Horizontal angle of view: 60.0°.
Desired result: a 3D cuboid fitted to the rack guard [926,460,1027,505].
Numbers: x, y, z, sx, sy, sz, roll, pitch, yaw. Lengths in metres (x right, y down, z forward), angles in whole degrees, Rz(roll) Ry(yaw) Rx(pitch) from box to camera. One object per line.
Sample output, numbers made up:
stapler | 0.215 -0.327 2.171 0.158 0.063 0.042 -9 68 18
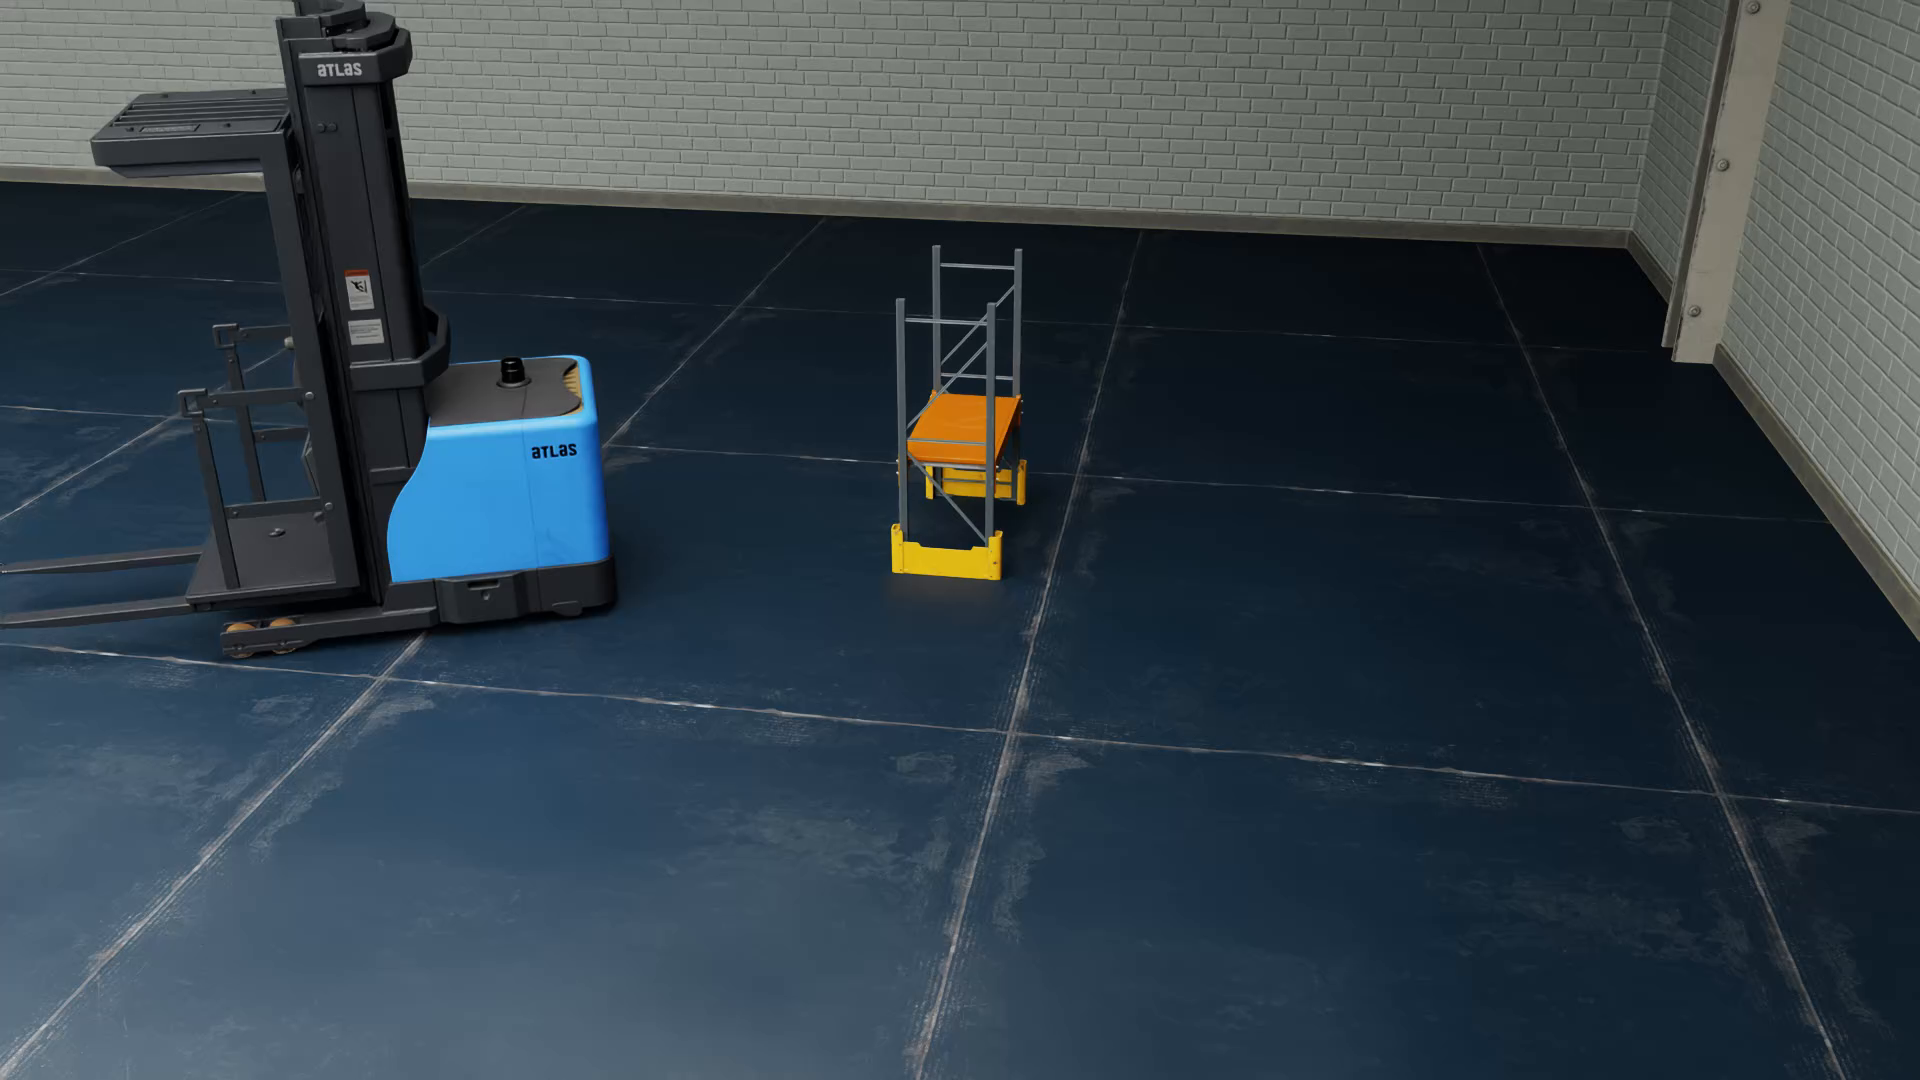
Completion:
rack guard | 0.094 -0.353 9.710 0.587 0.250 0.087 4 25 9

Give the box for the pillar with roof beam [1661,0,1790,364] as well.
pillar with roof beam | 1.081 -5.733 10.883 9.100 9.000 0.400 4 25 9

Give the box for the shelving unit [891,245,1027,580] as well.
shelving unit | 0.012 -0.711 9.000 0.587 1.500 1.083 4 25 9

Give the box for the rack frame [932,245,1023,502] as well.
rack frame | 0.097 -0.928 9.462 0.500 1.500 0.032 4 25 9

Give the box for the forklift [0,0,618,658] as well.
forklift | -3.319 -1.004 7.937 3.031 2.935 1.130 -6 26 -12

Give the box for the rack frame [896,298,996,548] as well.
rack frame | -0.069 -0.502 8.554 0.500 1.500 0.032 4 25 9

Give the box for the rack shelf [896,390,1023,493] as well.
rack shelf | 0.014 -0.552 9.085 0.538 0.185 1.000 4 25 9

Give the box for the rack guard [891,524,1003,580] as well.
rack guard | -0.069 0.063 8.820 0.587 0.250 0.087 4 25 9
